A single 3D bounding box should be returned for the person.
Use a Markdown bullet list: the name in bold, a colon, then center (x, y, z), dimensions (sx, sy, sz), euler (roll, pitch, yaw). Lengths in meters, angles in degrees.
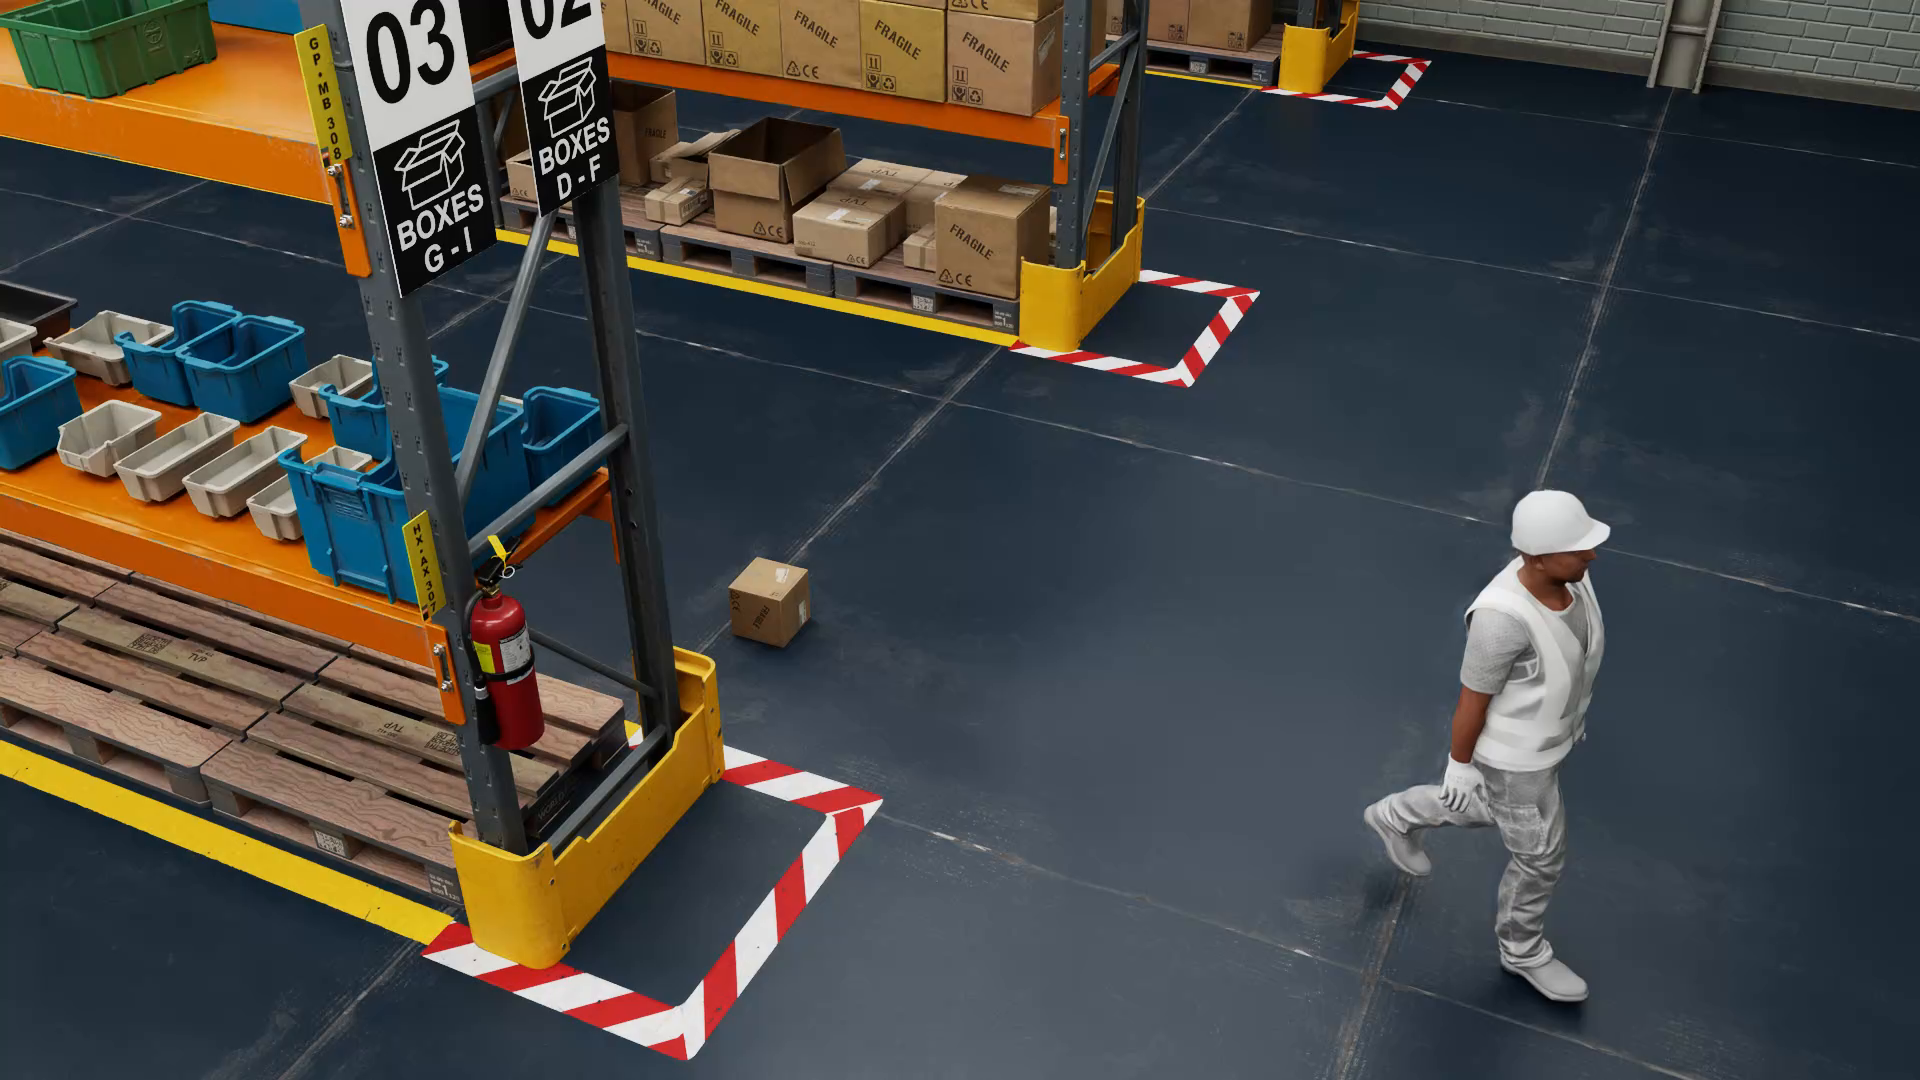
- **person**: center (1.733, 0.593, 5.211), dimensions (0.902, 1.758, 0.569), euler (24, 40, 31)
